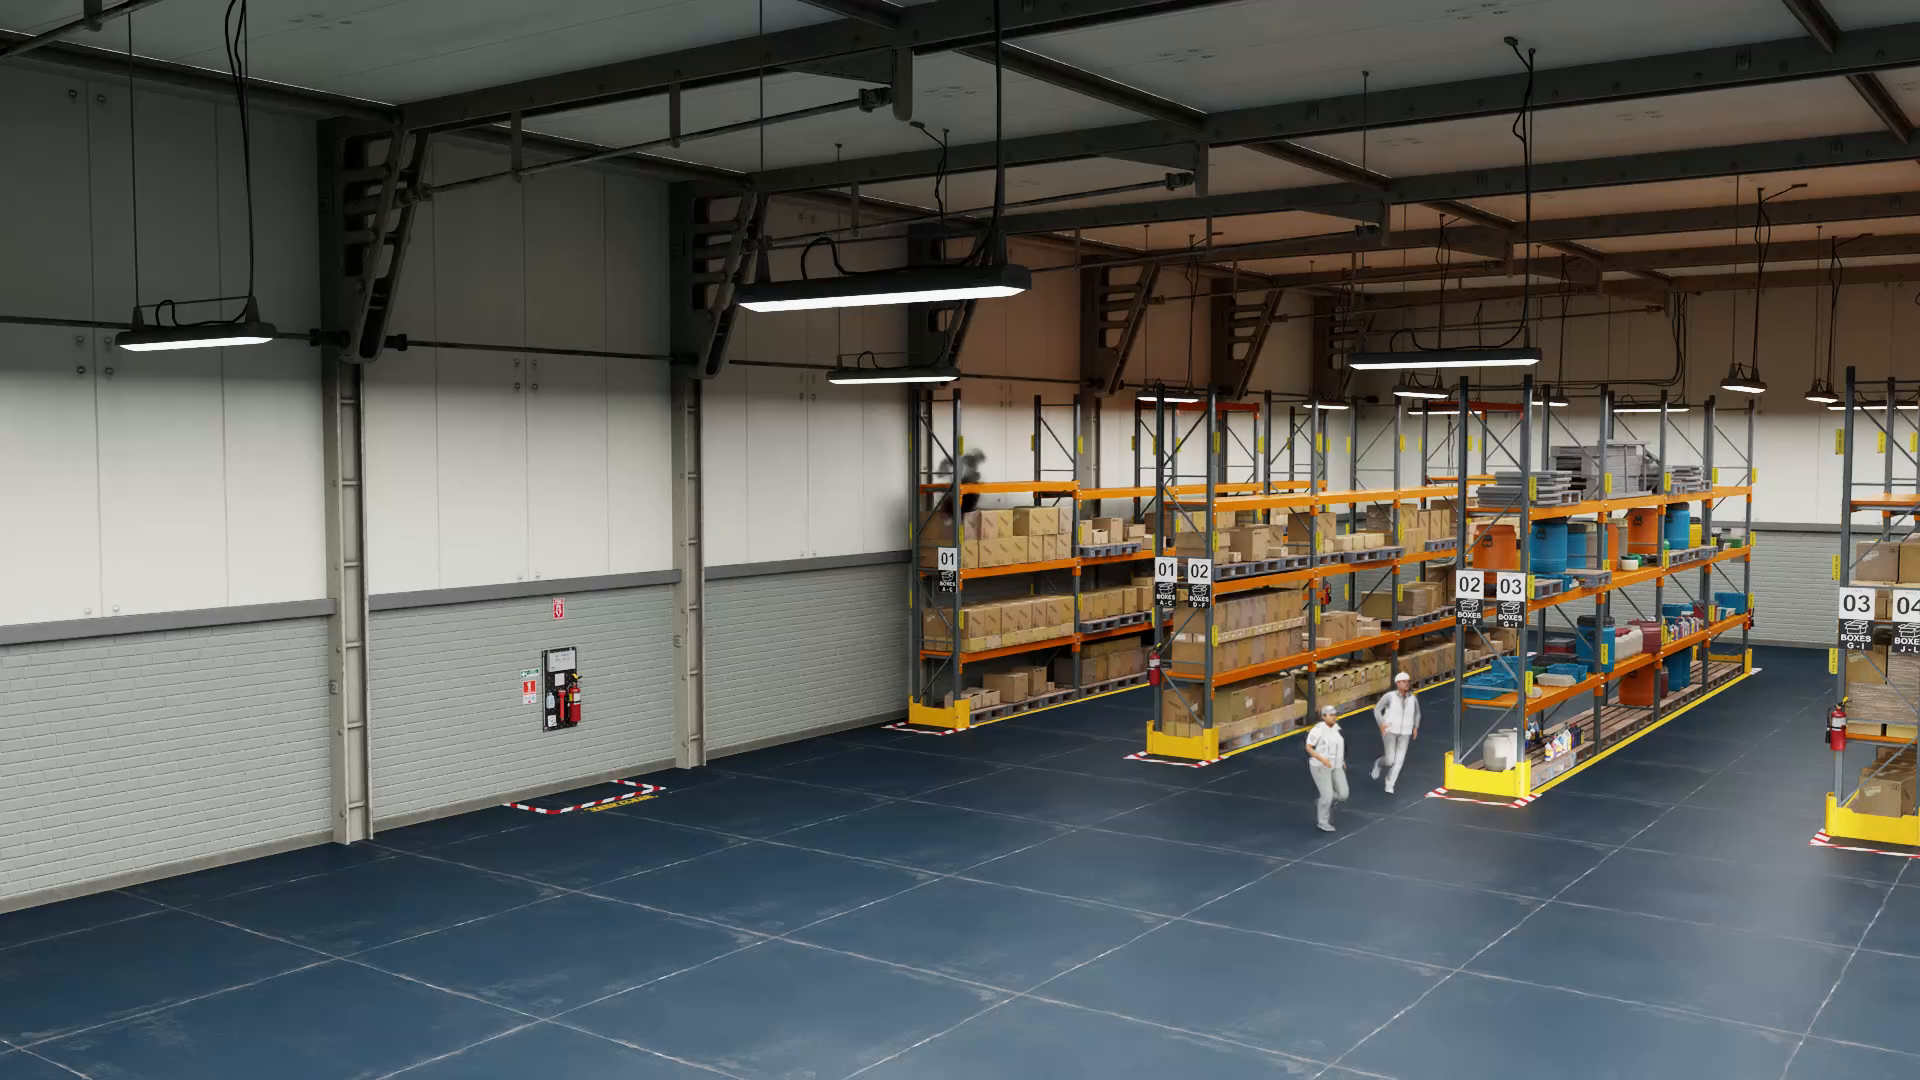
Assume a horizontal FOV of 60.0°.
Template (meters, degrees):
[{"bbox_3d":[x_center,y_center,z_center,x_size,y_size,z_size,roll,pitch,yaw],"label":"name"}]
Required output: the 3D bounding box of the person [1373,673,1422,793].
[{"bbox_3d":[6.374,2.781,24.083,0.688,1.699,0.544,0,3,-6],"label":"person"}]

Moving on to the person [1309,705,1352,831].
[{"bbox_3d":[4.814,2.955,21.562,0.618,1.627,0.541,-2,4,-26],"label":"person"}]
